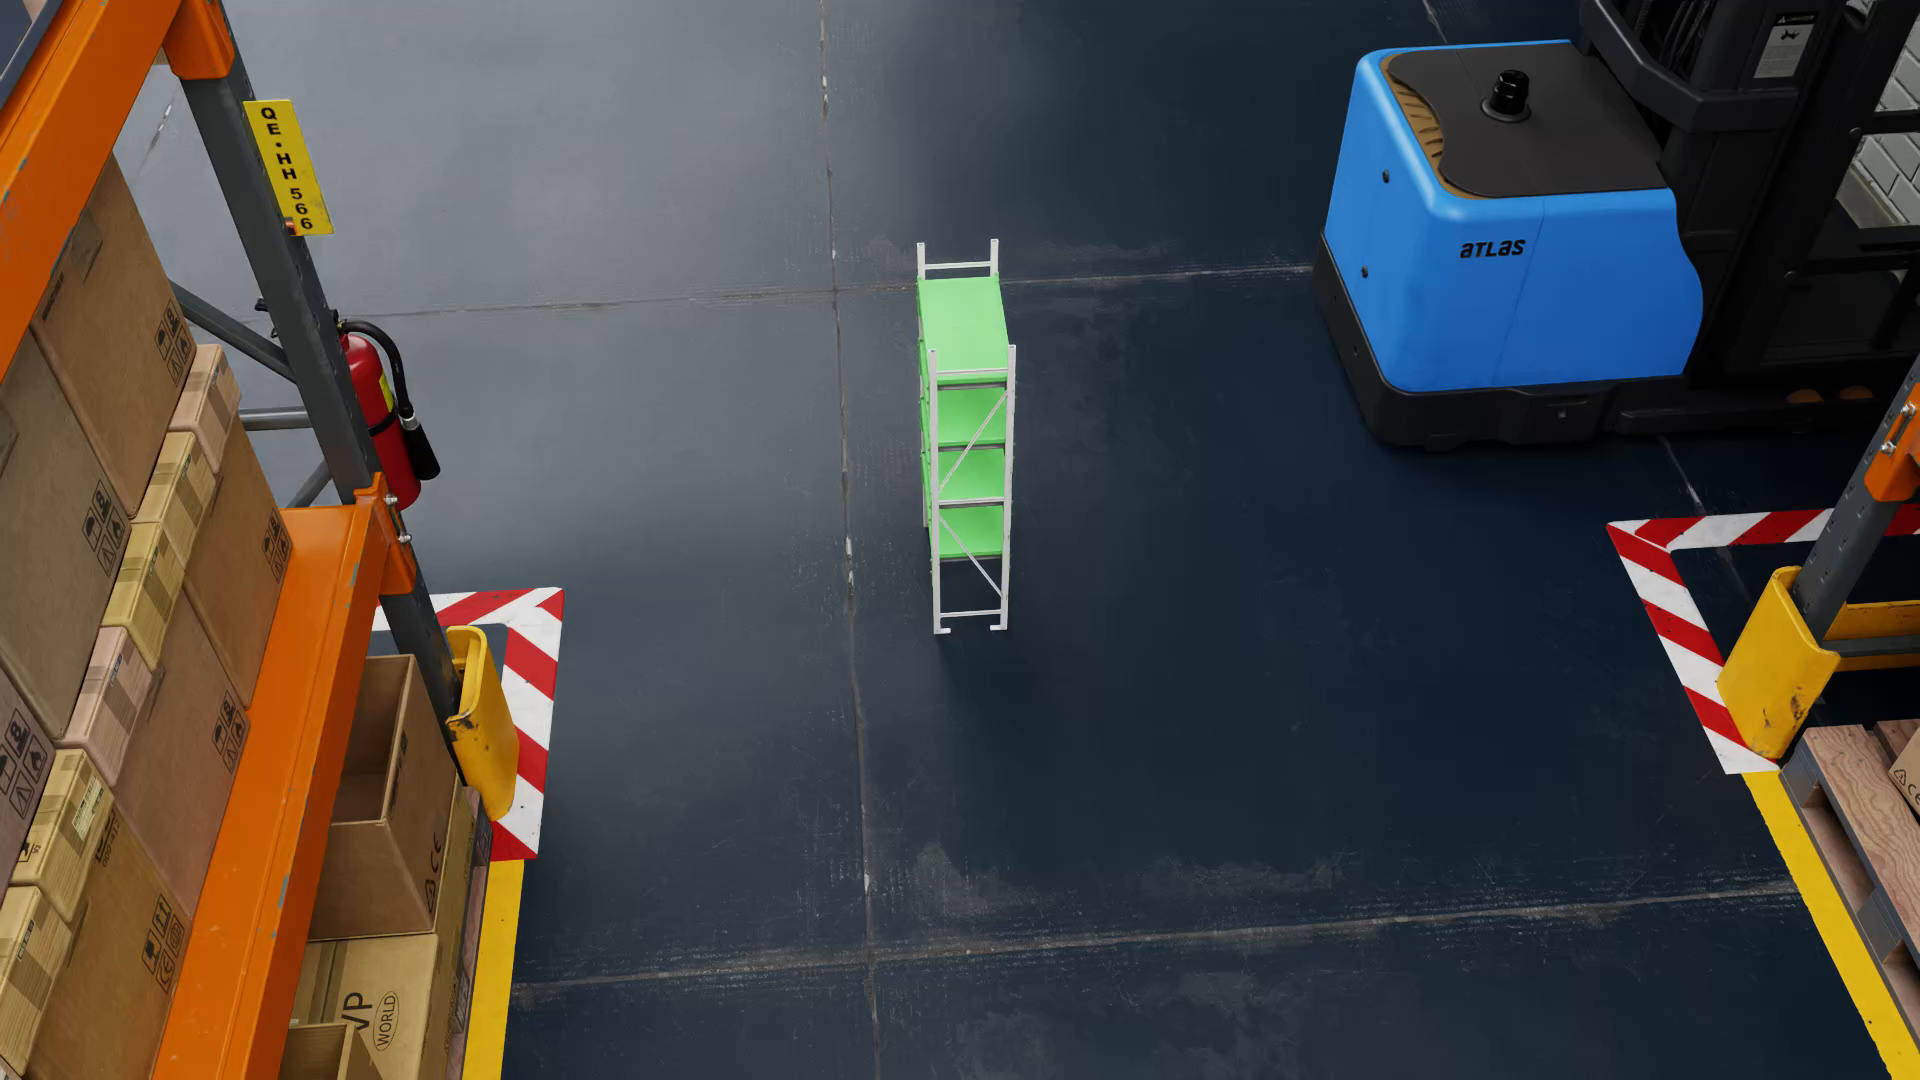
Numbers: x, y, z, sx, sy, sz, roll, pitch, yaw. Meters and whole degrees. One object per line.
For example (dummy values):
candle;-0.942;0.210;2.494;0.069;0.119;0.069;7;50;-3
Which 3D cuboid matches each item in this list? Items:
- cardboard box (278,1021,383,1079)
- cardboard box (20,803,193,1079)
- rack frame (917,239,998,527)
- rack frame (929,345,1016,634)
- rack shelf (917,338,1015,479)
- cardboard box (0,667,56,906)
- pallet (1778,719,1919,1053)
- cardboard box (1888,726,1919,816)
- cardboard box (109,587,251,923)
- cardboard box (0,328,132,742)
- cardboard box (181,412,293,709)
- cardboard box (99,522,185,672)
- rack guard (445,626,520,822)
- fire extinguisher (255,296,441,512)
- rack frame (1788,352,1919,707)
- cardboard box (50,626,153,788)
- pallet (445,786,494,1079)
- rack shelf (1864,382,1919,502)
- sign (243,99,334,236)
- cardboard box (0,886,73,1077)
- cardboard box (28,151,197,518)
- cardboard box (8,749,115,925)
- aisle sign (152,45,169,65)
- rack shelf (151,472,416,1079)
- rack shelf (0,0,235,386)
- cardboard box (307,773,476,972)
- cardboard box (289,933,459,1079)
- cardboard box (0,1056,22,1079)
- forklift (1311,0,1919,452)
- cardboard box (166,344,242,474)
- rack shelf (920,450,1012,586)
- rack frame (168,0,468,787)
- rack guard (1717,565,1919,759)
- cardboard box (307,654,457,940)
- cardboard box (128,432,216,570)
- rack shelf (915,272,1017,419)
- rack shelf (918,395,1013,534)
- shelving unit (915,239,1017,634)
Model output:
cardboard box;-1.495;1.371;3.474;0.500;0.500;0.500;-3;47;-3
cardboard box;-1.824;0.778;2.878;0.700;0.500;0.500;-3;47;-3
rack frame;-0.007;-0.469;5.368;0.240;1.200;0.015;-3;47;-3
rack frame;0.034;-0.116;5.034;0.240;1.200;0.015;-3;47;-3
rack shelf;0.014;-0.414;5.073;0.258;0.148;0.480;-3;47;-3
cardboard box;-1.812;0.376;2.366;0.700;0.500;0.500;-3;47;-3
pallet;3.040;1.035;4.625;1.003;0.211;1.213;-3;47;-3
cardboard box;2.969;0.710;4.560;0.500;0.311;0.500;-8;47;-8
cardboard box;-1.860;0.419;3.219;0.700;0.500;0.500;-2;47;-2
cardboard box;-1.855;0.011;2.711;0.700;0.500;0.500;-5;47;-4
cardboard box;-1.909;0.039;3.578;0.700;0.500;0.500;-3;47;-3
cardboard box;-1.668;0.116;3.058;0.380;0.149;0.250;-4;47;-4
rack guard;-1.937;0.577;4.859;1.175;0.500;0.348;-3;47;-3
fire extinguisher;-1.482;-0.352;4.071;0.296;0.674;0.183;-3;47;-3
rack frame;3.001;-0.569;4.223;1.000;3.000;0.127;-3;47;-3
cardboard box;-1.650;0.299;2.886;0.380;0.149;0.250;-3;47;-3
pallet;-1.829;1.244;4.426;1.003;0.211;1.213;-3;47;-3
rack shelf;3.168;1.125;3.114;1.077;0.370;4.000;-3;47;-3
sign;-1.393;-0.768;3.451;0.100;0.325;0.005;-3;47;-3
cardboard box;-1.603;0.679;2.525;0.380;0.149;0.250;-2;47;-2
cardboard box;-1.904;-0.369;3.071;0.700;0.500;0.500;-3;47;-3
cardboard box;-1.627;0.489;2.706;0.380;0.149;0.250;-2;47;-2
aisle sign;-1.648;-1.225;3.053;0.394;0.787;0.004;-3;47;-3
rack shelf;-1.768;1.429;2.826;1.077;0.370;4.000;-3;47;-3
rack shelf;-1.768;0.398;1.737;1.077;0.370;4.000;-3;47;-3
cardboard box;-1.596;0.906;4.431;0.500;0.250;0.500;-3;47;-3
cardboard box;-1.542;1.267;4.089;0.500;0.250;0.500;-3;47;-3
cardboard box;-1.581;0.864;2.350;0.380;0.149;0.250;-4;47;-4
forklift;2.949;-1.780;5.417;3.031;2.935;1.130;-4;47;-4
cardboard box;-1.713;-0.258;3.413;0.380;0.149;0.250;-4;47;-4
rack shelf;0.014;-0.084;5.422;0.258;0.148;0.480;-3;47;-3
rack frame;-1.935;-0.265;3.935;1.000;3.000;0.127;-3;47;-3
rack guard;3.007;0.345;5.078;1.175;0.500;0.348;-3;47;-3
cardboard box;-1.594;0.648;4.158;0.500;0.500;0.500;-3;47;-3
cardboard box;-1.690;-0.069;3.233;0.380;0.149;0.250;-2;47;-2
rack shelf;0.014;-0.579;4.899;0.258;0.148;0.480;-3;47;-3
rack shelf;0.014;-0.249;5.247;0.258;0.148;0.480;-3;47;-3
shelving unit;0.014;-0.293;5.201;0.258;1.200;0.503;-3;47;-3
